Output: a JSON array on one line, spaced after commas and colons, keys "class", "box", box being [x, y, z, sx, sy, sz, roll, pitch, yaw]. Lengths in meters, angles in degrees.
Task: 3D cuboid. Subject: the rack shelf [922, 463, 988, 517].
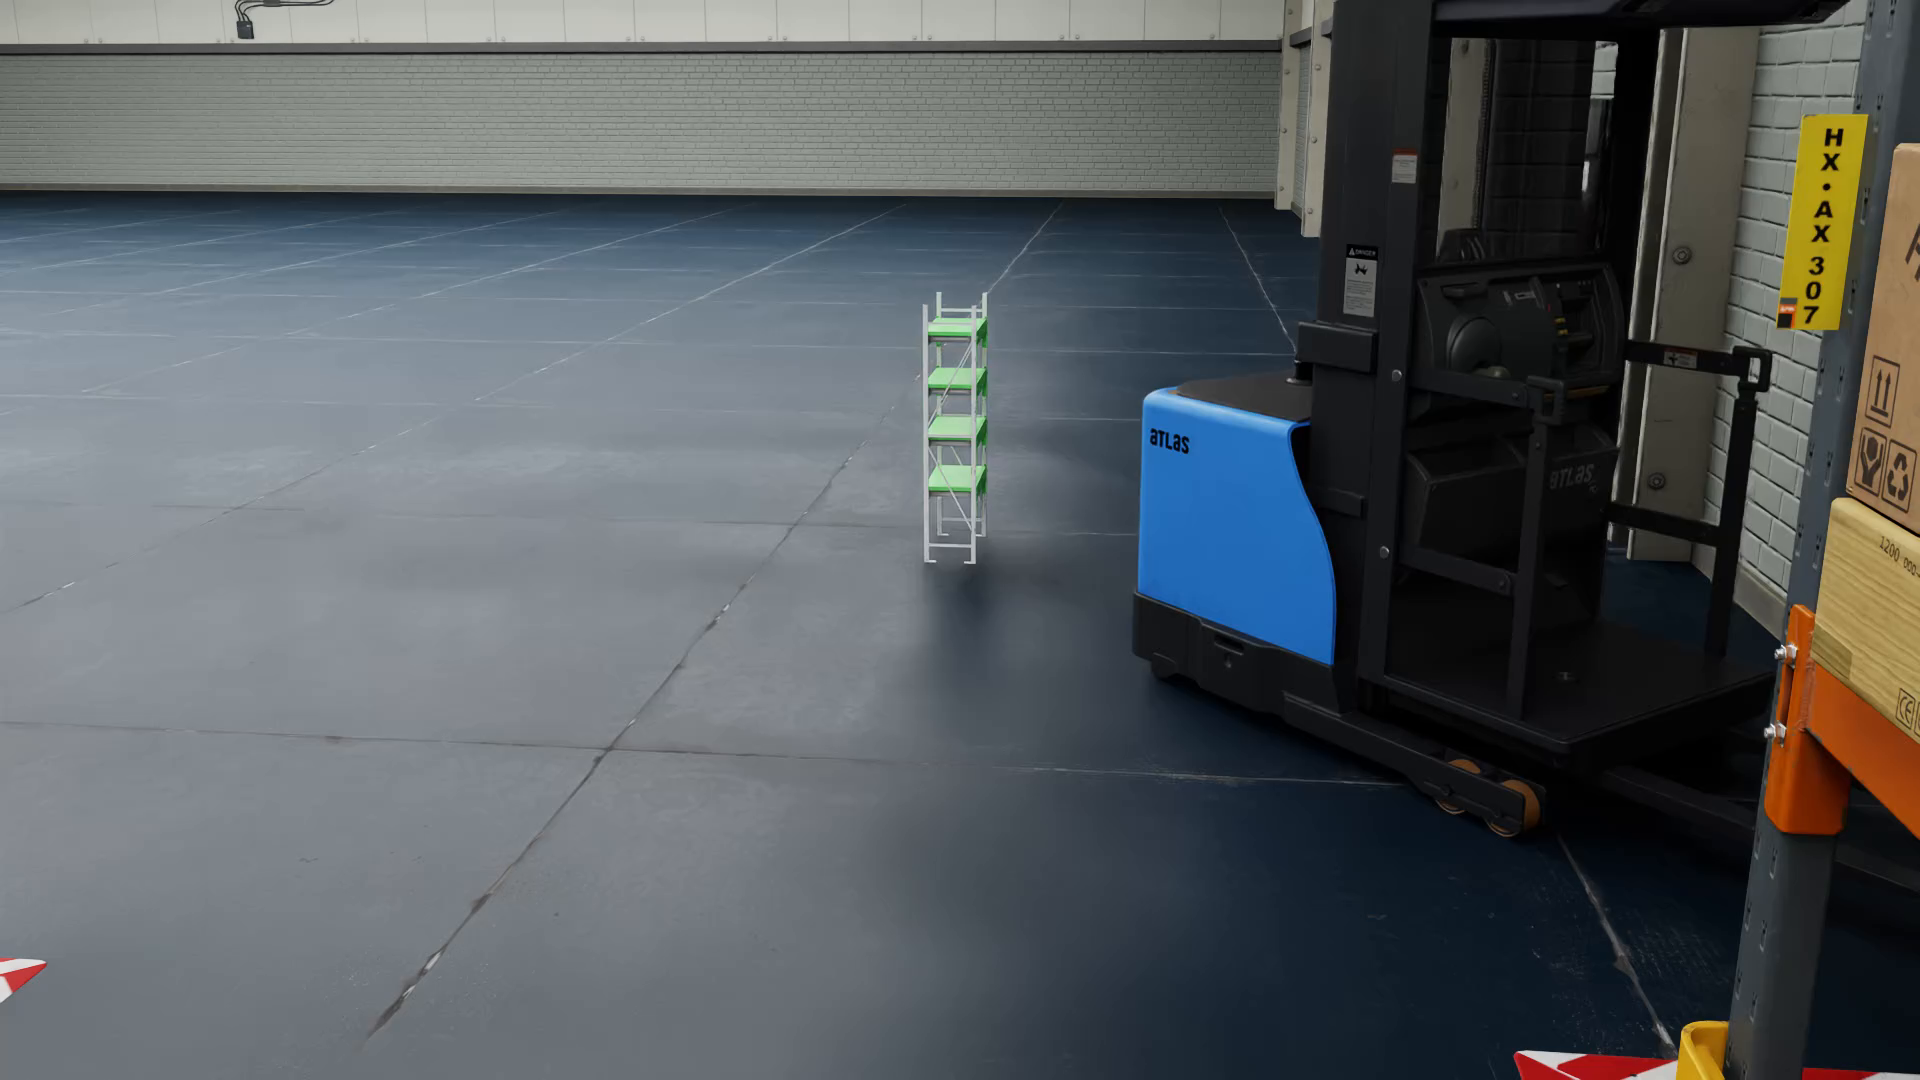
[{"class": "rack shelf", "box": [-0.019, -0.243, 7.926, 0.258, 0.148, 0.480, 2, 15, 6]}]

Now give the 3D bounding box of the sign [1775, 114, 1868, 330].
[{"class": "sign", "box": [1.326, -0.486, 2.554, 0.100, 0.325, 0.005, 2, 15, 6]}]

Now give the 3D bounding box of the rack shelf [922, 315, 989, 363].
[{"class": "rack shelf", "box": [-0.019, -0.938, 7.738, 0.258, 0.148, 0.480, 2, 15, 6]}]

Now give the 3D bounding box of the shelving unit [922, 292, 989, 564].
[{"class": "shelving unit", "box": [-0.019, -0.536, 7.847, 0.258, 1.200, 0.503, 2, 15, 6]}]

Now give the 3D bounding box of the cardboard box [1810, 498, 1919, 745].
[{"class": "cardboard box", "box": [1.495, 0.128, 2.192, 0.500, 0.250, 0.500, 1, 15, 5]}]

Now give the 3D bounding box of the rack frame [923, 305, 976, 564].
[{"class": "rack frame", "box": [-0.046, -0.473, 7.613, 0.240, 1.200, 0.015, 2, 15, 6]}]

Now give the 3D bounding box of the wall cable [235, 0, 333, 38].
[{"class": "wall cable", "box": [-14.191, -13.533, 34.454, 2.305, 6.003, 0.169, 2, 15, 6]}]

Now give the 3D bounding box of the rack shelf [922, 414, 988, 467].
[{"class": "rack shelf", "box": [-0.019, -0.475, 7.863, 0.258, 0.148, 0.480, 2, 15, 6]}]

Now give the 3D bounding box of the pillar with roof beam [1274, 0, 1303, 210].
[{"class": "pillar with roof beam", "box": [1.753, -10.649, 30.303, 9.100, 9.000, 0.400, 2, 15, 6]}]

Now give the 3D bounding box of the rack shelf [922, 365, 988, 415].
[{"class": "rack shelf", "box": [-0.019, -0.706, 7.801, 0.258, 0.148, 0.480, 2, 15, 6]}]

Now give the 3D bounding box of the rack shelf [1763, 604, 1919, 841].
[{"class": "rack shelf", "box": [1.639, 0.814, 0.784, 1.077, 0.370, 4.000, 2, 15, 6]}]

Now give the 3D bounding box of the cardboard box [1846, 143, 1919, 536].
[{"class": "cardboard box", "box": [1.513, -0.236, 2.102, 0.500, 0.500, 0.500, 2, 15, 6]}]

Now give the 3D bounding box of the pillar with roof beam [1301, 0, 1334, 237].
[{"class": "pillar with roof beam", "box": [1.076, -9.092, 24.548, 9.100, 9.000, 0.400, 2, 15, 6]}]

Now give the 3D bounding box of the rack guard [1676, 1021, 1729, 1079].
[{"class": "rack guard", "box": [1.857, 1.174, 2.862, 1.175, 0.500, 0.348, 2, 15, 6]}]

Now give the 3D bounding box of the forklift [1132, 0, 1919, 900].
[{"class": "forklift", "box": [1.890, -0.678, 5.054, 1.130, 2.935, 3.031, -10, 18, -32]}]

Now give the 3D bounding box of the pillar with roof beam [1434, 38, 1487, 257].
[{"class": "pillar with roof beam", "box": [-0.278, -5.980, 13.038, 9.100, 9.000, 0.400, 2, 15, 6]}]

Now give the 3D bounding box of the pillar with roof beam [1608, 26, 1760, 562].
[{"class": "pillar with roof beam", "box": [-0.955, -4.424, 7.283, 9.100, 9.000, 0.400, 2, 15, 6]}]

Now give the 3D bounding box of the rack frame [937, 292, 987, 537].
[{"class": "rack frame", "box": [0.009, -0.600, 8.081, 0.240, 1.200, 0.015, 2, 15, 6]}]

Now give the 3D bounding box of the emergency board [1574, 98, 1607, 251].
[{"class": "emergency board", "box": [3.639, -2.041, 9.964, 0.194, 1.169, 0.643, 2, 15, 6]}]
